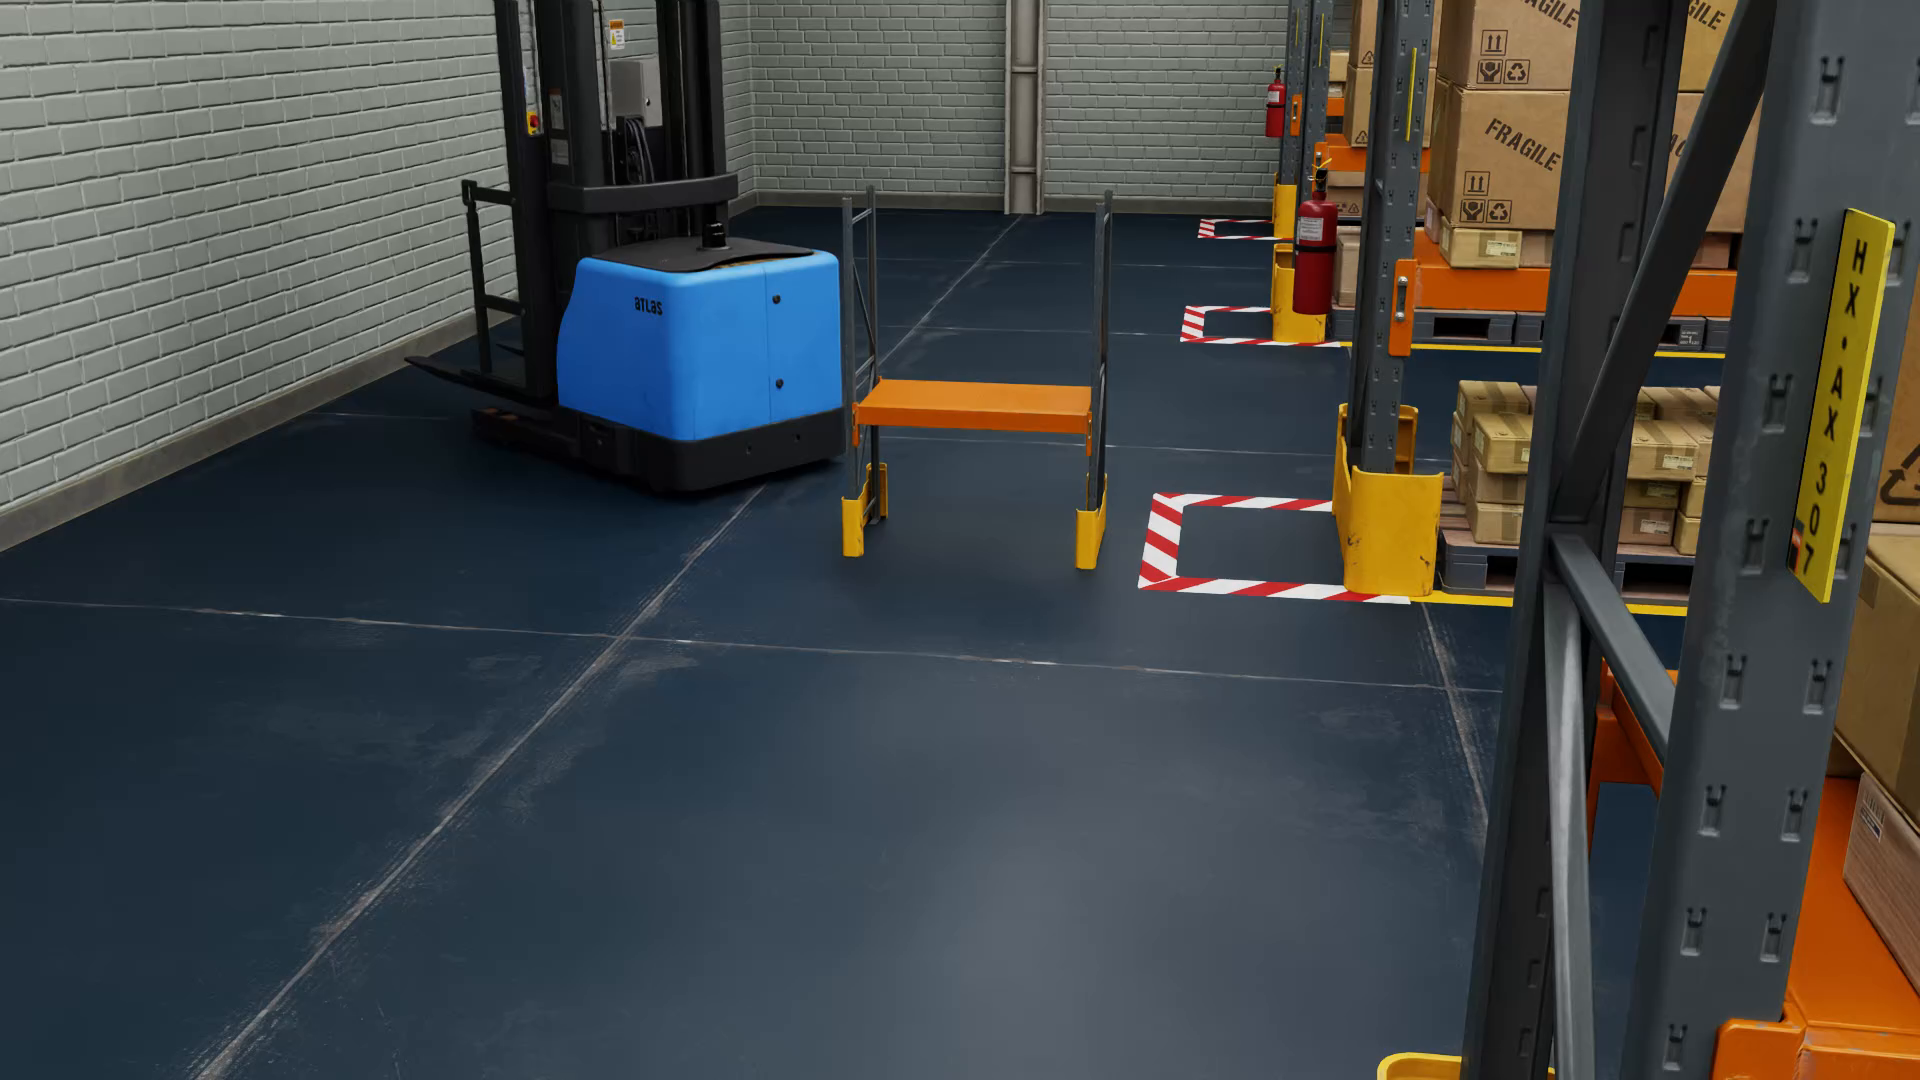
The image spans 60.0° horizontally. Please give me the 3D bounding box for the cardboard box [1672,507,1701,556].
[{"bbox_3d":[2.953,-0.063,6.597,0.250,0.149,0.380,3,19,9],"label":"cardboard box"}]

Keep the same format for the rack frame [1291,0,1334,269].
[{"bbox_3d":[2.419,-2.944,11.374,0.127,3.000,1.000,3,19,9],"label":"rack frame"}]

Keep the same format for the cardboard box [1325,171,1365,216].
[{"bbox_3d":[3.791,-3.454,16.171,0.637,0.503,0.797,2,19,6],"label":"cardboard box"}]

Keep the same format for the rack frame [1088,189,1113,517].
[{"bbox_3d":[0.586,-0.681,6.976,0.032,1.500,0.500,3,19,9],"label":"rack frame"}]

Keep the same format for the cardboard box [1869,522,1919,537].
[{"bbox_3d":[1.368,0.032,2.247,0.500,0.250,0.500,3,19,8],"label":"cardboard box"}]

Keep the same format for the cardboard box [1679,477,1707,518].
[{"bbox_3d":[2.963,-0.206,6.555,0.250,0.149,0.380,4,19,10],"label":"cardboard box"}]

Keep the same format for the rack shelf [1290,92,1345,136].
[{"bbox_3d":[5.177,-4.057,15.836,4.000,0.370,1.077,3,19,9],"label":"rack shelf"}]

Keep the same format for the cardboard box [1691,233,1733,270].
[{"bbox_3d":[2.794,-1.150,6.408,0.250,0.149,0.380,4,19,11],"label":"cardboard box"}]

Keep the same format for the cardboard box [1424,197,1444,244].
[{"bbox_3d":[2.100,-1.341,6.980,0.250,0.149,0.380,3,19,9],"label":"cardboard box"}]

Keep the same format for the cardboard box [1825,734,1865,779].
[{"bbox_3d":[1.251,0.195,2.390,0.250,0.149,0.380,3,19,10],"label":"cardboard box"}]

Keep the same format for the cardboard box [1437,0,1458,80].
[{"bbox_3d":[2.225,-2.106,6.666,0.500,0.500,0.500,3,19,8],"label":"cardboard box"}]

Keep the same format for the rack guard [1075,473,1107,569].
[{"bbox_3d":[0.567,-0.090,7.177,0.087,0.250,0.587,3,19,9],"label":"rack guard"}]

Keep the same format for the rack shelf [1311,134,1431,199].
[{"bbox_3d":[4.394,-2.502,11.187,4.000,0.370,1.077,3,19,9],"label":"rack shelf"}]

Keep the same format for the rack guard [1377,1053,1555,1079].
[{"bbox_3d":[0.823,1.345,2.495,0.348,0.500,1.175,3,19,9],"label":"rack guard"}]

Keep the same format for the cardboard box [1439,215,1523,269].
[{"bbox_3d":[2.001,-1.150,6.408,0.250,0.149,0.380,3,19,8],"label":"cardboard box"}]

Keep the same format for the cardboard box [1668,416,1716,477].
[{"bbox_3d":[2.975,-0.369,6.572,0.250,0.149,0.380,2,19,6],"label":"cardboard box"}]

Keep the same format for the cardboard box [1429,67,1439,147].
[{"bbox_3d":[3.351,-2.860,10.967,0.500,0.500,0.500,3,19,8],"label":"cardboard box"}]

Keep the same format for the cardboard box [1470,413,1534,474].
[{"bbox_3d":[2.197,-0.385,6.618,0.250,0.149,0.380,2,19,6],"label":"cardboard box"}]

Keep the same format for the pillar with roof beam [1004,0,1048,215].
[{"bbox_3d":[0.000,-6.413,12.289,0.400,9.000,9.100,3,19,9],"label":"pillar with roof beam"}]

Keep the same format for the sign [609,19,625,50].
[{"bbox_3d":[-2.888,-4.256,13.994,0.001,0.242,0.339,3,19,9],"label":"sign"}]

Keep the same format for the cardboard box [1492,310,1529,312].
[{"bbox_3d":[3.991,-1.883,11.579,0.875,0.438,0.875,3,19,10],"label":"cardboard box"}]

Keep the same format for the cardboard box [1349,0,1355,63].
[{"bbox_3d":[2.933,-3.516,11.350,0.500,0.500,0.500,4,19,10],"label":"cardboard box"}]

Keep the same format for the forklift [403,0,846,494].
[{"bbox_3d":[-1.976,-1.990,8.633,3.031,2.935,1.130,17,25,42],"label":"forklift"}]

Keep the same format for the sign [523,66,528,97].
[{"bbox_3d":[-3.220,-3.336,12.122,0.001,0.218,0.327,3,19,9],"label":"sign"}]

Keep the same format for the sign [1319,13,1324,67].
[{"bbox_3d":[2.325,-3.218,10.705,0.005,0.325,0.100,3,19,9],"label":"sign"}]

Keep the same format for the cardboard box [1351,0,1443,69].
[{"bbox_3d":[2.848,-3.352,10.861,0.500,0.500,0.500,3,19,7],"label":"cardboard box"}]

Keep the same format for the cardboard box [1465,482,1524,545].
[{"bbox_3d":[2.200,-0.109,6.731,0.250,0.149,0.380,3,19,10],"label":"cardboard box"}]

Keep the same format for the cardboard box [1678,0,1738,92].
[{"bbox_3d":[2.634,-1.921,6.116,0.500,0.500,0.500,3,19,10],"label":"cardboard box"}]

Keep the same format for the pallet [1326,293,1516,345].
[{"bbox_3d":[3.221,-1.606,11.770,1.213,0.211,1.003,3,19,9],"label":"pallet"}]

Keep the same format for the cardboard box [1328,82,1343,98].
[{"bbox_3d":[3.484,-4.277,15.756,0.250,0.149,0.380,3,19,8],"label":"cardboard box"}]

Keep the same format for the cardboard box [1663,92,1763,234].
[{"bbox_3d":[2.665,-1.448,6.278,0.500,0.500,0.500,3,19,9],"label":"cardboard box"}]

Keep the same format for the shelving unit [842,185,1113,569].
[{"bbox_3d":[0.075,-0.707,7.054,1.083,1.500,0.587,3,19,9],"label":"shelving unit"}]

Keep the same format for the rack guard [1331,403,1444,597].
[{"bbox_3d":[1.808,-0.199,7.109,0.348,0.500,1.175,3,19,9],"label":"rack guard"}]

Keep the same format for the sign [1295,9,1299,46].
[{"bbox_3d":[3.117,-4.740,15.377,0.005,0.325,0.100,3,19,9],"label":"sign"}]

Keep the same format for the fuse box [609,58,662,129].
[{"bbox_3d":[-2.675,-3.260,14.350,0.414,1.711,0.539,3,19,9],"label":"fuse box"}]

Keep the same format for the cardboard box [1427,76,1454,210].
[{"bbox_3d":[2.218,-1.634,6.834,0.500,0.500,0.500,3,19,10],"label":"cardboard box"}]

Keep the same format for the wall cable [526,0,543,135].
[{"bbox_3d":[-3.152,-3.717,12.034,0.123,1.953,0.585,3,19,9],"label":"wall cable"}]

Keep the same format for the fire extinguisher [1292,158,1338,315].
[{"bbox_3d":[1.558,-1.332,7.266,0.183,0.674,0.296,3,19,9],"label":"fire extinguisher"}]

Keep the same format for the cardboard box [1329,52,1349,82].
[{"bbox_3d":[3.608,-4.462,15.678,0.500,0.250,0.500,3,19,9],"label":"cardboard box"}]

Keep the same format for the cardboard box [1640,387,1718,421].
[{"bbox_3d":[3.057,-0.533,7.063,0.250,0.149,0.380,2,19,6],"label":"cardboard box"}]

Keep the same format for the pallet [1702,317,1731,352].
[{"bbox_3d":[5.630,-1.483,11.403,1.213,0.211,1.003,3,19,9],"label":"pallet"}]

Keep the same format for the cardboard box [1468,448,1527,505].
[{"bbox_3d":[2.210,-0.269,6.743,0.250,0.149,0.380,4,19,11],"label":"cardboard box"}]

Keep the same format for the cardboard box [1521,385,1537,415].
[{"bbox_3d":[2.535,-0.539,7.081,0.250,0.149,0.380,3,19,10],"label":"cardboard box"}]
